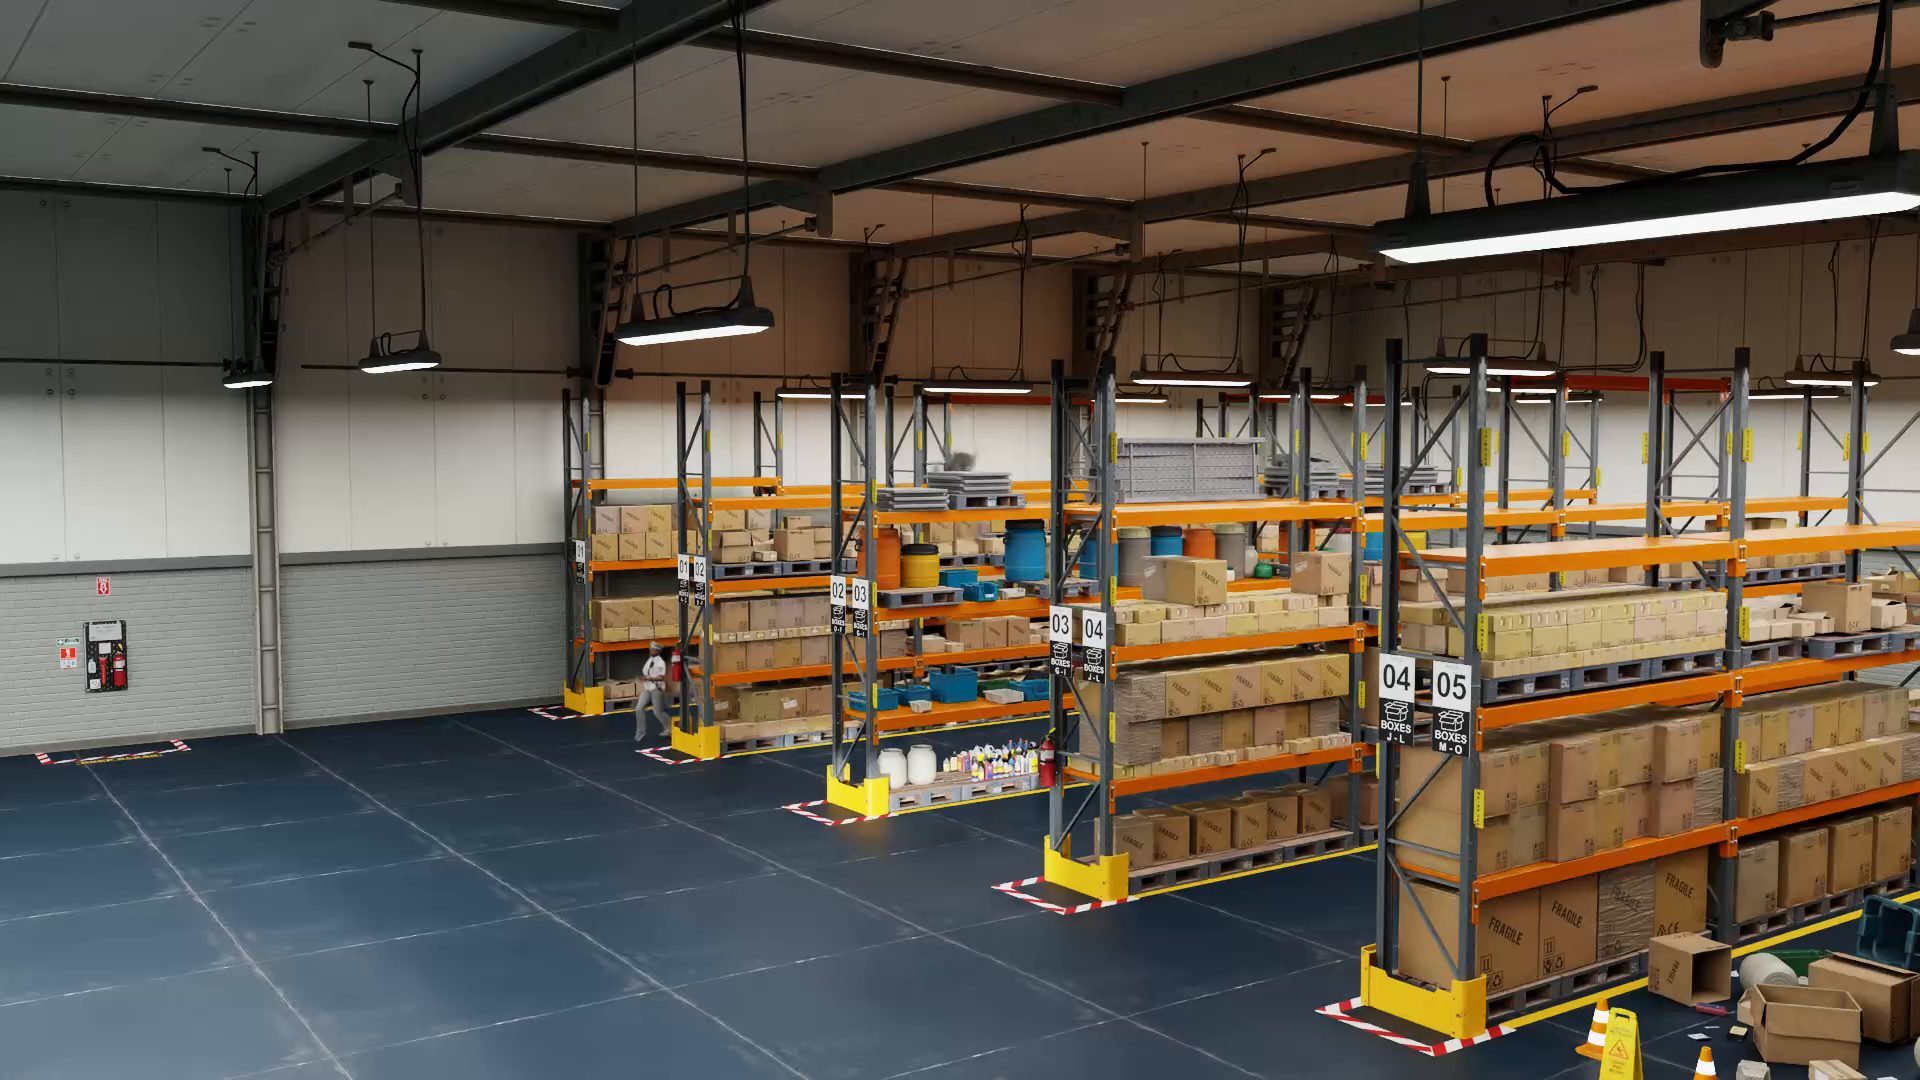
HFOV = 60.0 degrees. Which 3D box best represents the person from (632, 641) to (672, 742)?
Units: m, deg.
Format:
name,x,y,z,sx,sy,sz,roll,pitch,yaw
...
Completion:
name,x,y,z,sx,sy,sz,roll,pitch,yaw
person,-5.109,2.549,27.967,0.744,1.737,0.573,-3,5,-43
